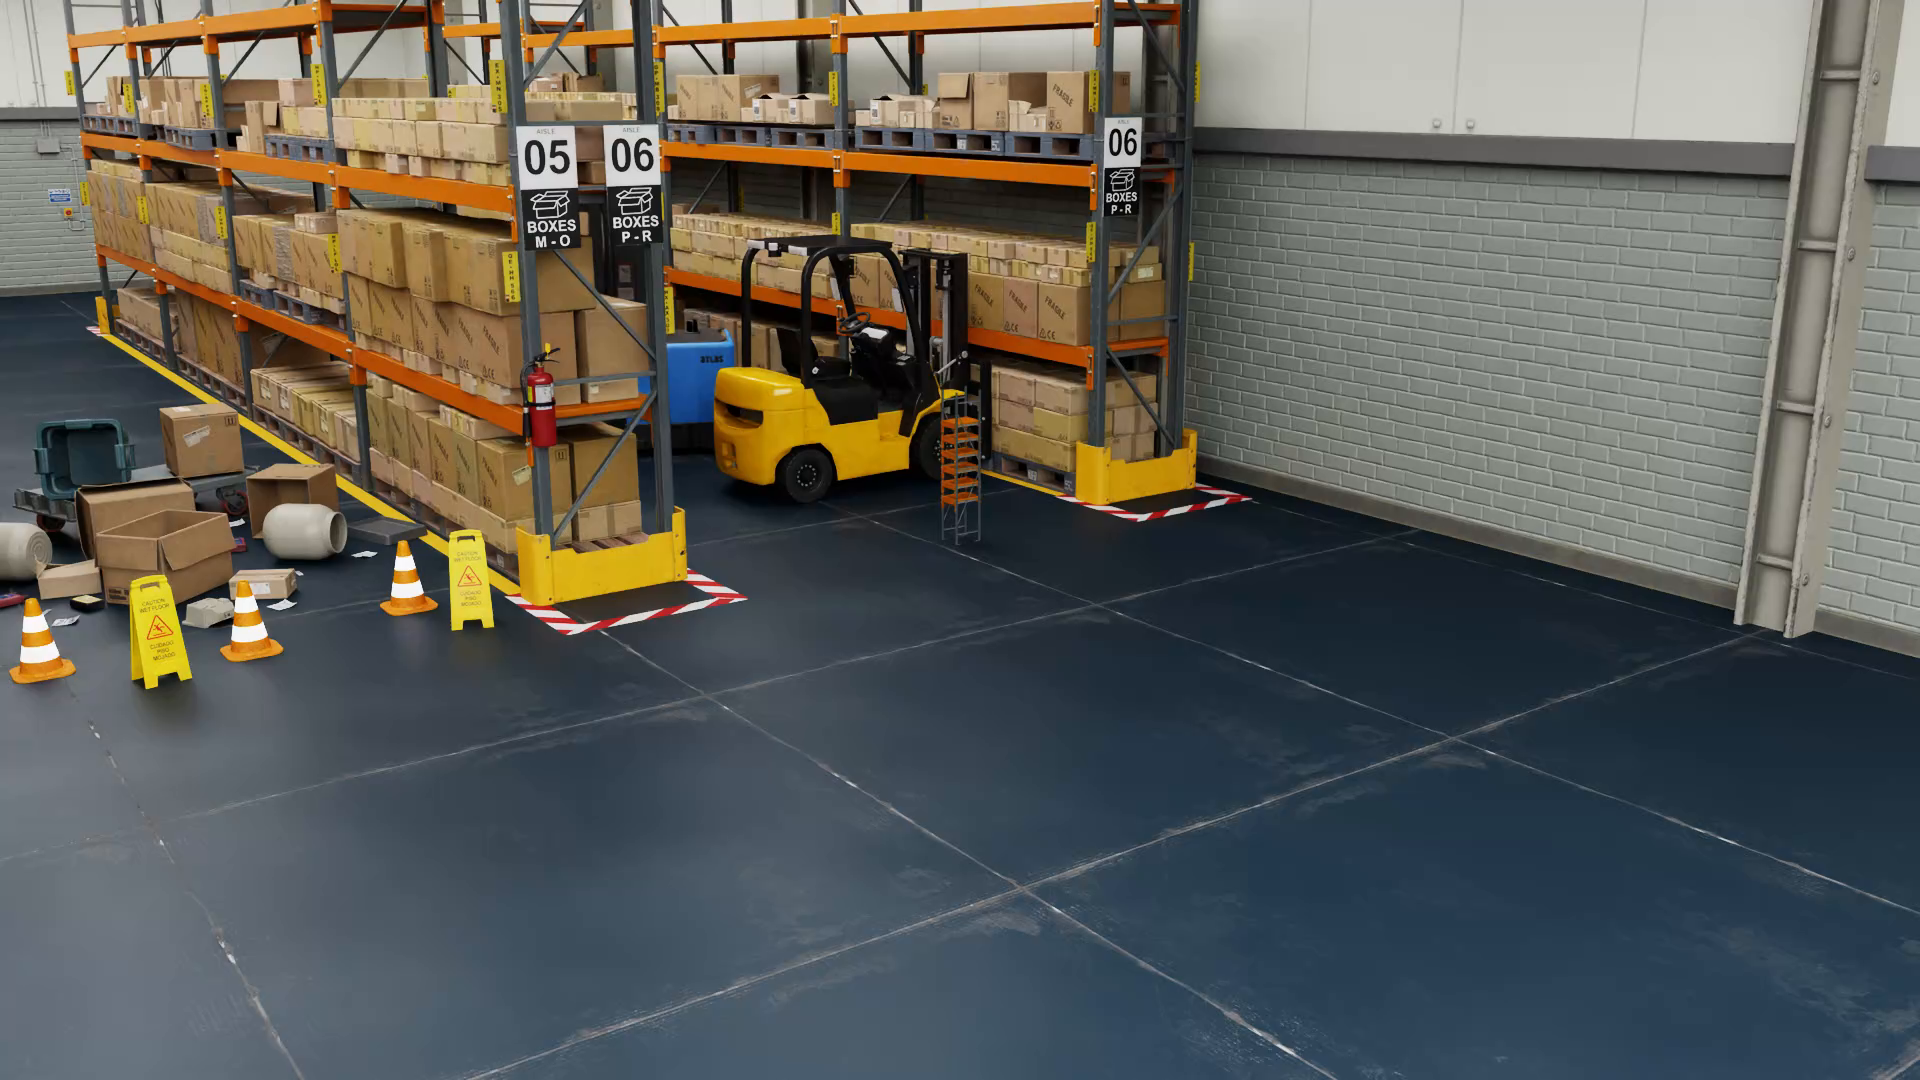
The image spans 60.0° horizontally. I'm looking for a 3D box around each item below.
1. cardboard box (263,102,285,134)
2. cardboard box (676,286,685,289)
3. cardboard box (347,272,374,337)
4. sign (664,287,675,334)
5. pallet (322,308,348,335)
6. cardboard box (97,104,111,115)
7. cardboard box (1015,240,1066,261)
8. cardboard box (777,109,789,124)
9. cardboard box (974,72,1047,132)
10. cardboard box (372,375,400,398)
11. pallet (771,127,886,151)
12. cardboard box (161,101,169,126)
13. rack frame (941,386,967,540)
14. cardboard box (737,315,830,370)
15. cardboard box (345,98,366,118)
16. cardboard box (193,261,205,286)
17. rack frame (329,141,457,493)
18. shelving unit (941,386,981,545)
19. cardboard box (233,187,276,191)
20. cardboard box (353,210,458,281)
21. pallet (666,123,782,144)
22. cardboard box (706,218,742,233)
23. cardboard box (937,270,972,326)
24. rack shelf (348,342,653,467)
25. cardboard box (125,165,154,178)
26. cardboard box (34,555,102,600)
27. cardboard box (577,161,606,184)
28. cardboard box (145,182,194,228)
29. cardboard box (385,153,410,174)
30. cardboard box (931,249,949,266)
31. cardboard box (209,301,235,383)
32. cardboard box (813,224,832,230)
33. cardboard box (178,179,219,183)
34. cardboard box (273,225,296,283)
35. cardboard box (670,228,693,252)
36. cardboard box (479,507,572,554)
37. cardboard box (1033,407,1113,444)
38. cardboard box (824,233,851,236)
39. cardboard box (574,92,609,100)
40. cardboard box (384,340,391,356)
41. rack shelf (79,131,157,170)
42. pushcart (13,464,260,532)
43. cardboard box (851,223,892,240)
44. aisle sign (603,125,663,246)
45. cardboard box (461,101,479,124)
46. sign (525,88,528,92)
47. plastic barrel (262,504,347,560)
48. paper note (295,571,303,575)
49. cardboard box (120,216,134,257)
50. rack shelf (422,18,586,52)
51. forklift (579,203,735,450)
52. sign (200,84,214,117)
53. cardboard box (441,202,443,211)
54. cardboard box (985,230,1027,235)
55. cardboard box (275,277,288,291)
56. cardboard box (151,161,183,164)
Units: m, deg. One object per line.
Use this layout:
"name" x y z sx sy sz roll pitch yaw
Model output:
"cardboard box" -6.265 -3.981 16.061 0.797 0.503 0.637 -11 19 -35
"cardboard box" -3.849 -3.269 22.047 0.380 0.149 0.250 -11 19 -36
"cardboard box" -4.800 -2.006 13.970 0.500 0.500 0.500 -11 19 -35
"sign" -2.042 -1.599 11.597 0.100 0.325 0.005 -11 19 -35
"pallet" -5.165 -2.045 15.228 1.003 0.211 1.213 -11 19 -35
"cardboard box" -11.435 -5.822 22.476 0.380 0.149 0.250 -10 18 -33
"cardboard box" 0.719 -2.581 14.843 0.380 0.149 0.250 -11 19 -34
"cardboard box" -1.712 -4.487 17.596 0.380 0.149 0.250 -11 19 -35
"cardboard box" 0.553 -3.905 14.806 0.700 0.500 0.500 -11 19 -34
"cardboard box" -4.679 -1.298 13.902 0.380 0.149 0.250 -11 19 -34
"pallet" -1.349 -4.264 17.652 0.805 0.209 1.217 -12 19 -37
"cardboard box" -8.746 -4.800 18.708 0.396 0.266 0.258 -9 18 -30
"rack frame" -0.045 -0.595 12.978 0.240 1.200 0.006 -11 19 -35
"cardboard box" -2.030 -2.217 19.196 0.875 0.625 0.625 -12 19 -37
"cardboard box" -4.735 -3.493 13.439 0.380 0.149 0.250 -10 18 -33
"cardboard box" -8.288 -3.018 18.704 0.500 0.250 0.500 -11 19 -35
"rack frame" -4.833 -1.951 14.524 1.000 3.000 0.127 -11 19 -35
"shelving unit" 0.009 -0.576 12.906 0.258 1.200 0.189 -11 19 -35
"cardboard box" -8.162 -3.805 19.213 0.500 0.500 0.500 -11 18 -34
"cardboard box" -4.467 -2.385 13.462 0.700 0.500 0.500 -11 19 -34
"pallet" -2.701 -4.802 19.613 1.213 0.211 1.003 -10 18 -32
"cardboard box" -2.729 -3.663 19.358 0.380 0.149 0.250 -11 19 -34
"cardboard box" 0.127 -2.308 15.639 0.500 0.500 0.500 -11 19 -34
"rack shelf" -3.657 -1.177 13.059 1.077 0.370 4.000 -11 19 -35
"cardboard box" -10.521 -4.747 21.424 0.380 0.149 0.250 -11 19 -35
"cardboard box" -6.277 0.238 11.702 0.396 0.266 0.258 -7 17 -25
"cardboard box" -2.413 -2.544 11.483 0.380 0.149 0.250 -11 19 -34
"cardboard box" -9.510 -4.052 20.114 0.500 0.500 0.500 -11 19 -34
"cardboard box" -4.161 -2.884 12.723 0.380 0.149 0.250 -11 19 -36
"cardboard box" -0.116 -2.697 15.830 0.380 0.149 0.250 -12 19 -36
"cardboard box" -8.045 -2.335 19.154 0.875 0.875 0.875 -11 19 -34
"cardboard box" -1.407 -3.419 18.470 0.380 0.149 0.250 -11 19 -35
"cardboard box" -9.621 -4.330 21.129 0.500 0.500 0.500 -11 19 -34
"cardboard box" -6.190 -2.737 15.847 0.500 0.500 0.500 -12 19 -37
"cardboard box" -3.129 -3.609 19.918 0.500 0.250 0.500 -11 19 -35
"cardboard box" -3.188 -0.110 12.208 0.500 0.250 0.500 -11 19 -35
"cardboard box" 0.993 -1.041 14.665 0.500 0.250 0.500 -11 19 -35
"cardboard box" -1.200 -3.122 17.384 0.380 0.149 0.250 -10 18 -33
"cardboard box" -4.750 -5.699 21.463 0.380 0.149 0.250 -11 19 -34
"cardboard box" -4.536 -1.615 13.772 0.380 0.149 0.250 -11 19 -35
"rack shelf" -10.713 -5.187 22.025 1.077 0.370 4.000 -11 19 -35
"pushcart" -6.648 -0.322 13.538 0.936 0.377 1.648 10 18 33
"cardboard box" -0.873 -3.113 16.787 0.380 0.149 0.250 -10 18 -33
"aisle sign" -2.194 -2.386 11.188 0.394 0.787 0.004 -11 19 -35
"cardboard box" -3.204 -2.947 11.443 0.380 0.149 0.250 -11 19 -35
"sign" -5.958 -6.041 22.806 0.100 0.325 0.005 -11 19 -35
"plastic barrel" -4.920 -0.061 12.496 0.512 0.421 0.421 1 15 4
"paper note" -4.839 0.242 12.172 0.032 0.001 0.123 -11 19 -35
"cardboard box" -10.631 -3.981 21.751 0.500 0.500 0.500 -11 19 -35
"rack shelf" -6.700 -7.403 24.447 1.077 0.370 4.000 -11 19 -35
"forklift" -3.728 -2.330 16.038 3.031 2.935 1.130 -3 16 -10
"sign" -7.638 -4.456 16.862 0.100 0.325 0.005 -11 19 -35
"cardboard box" -7.827 -5.218 26.178 0.500 0.250 0.500 -11 19 -34
"cardboard box" 0.463 -2.869 15.893 0.380 0.149 0.250 -10 18 -33
"cardboard box" -6.532 -2.556 16.414 0.380 0.149 0.250 -10 18 -31
"cardboard box" -10.721 -5.048 22.525 0.380 0.149 0.250 -10 18 -33
